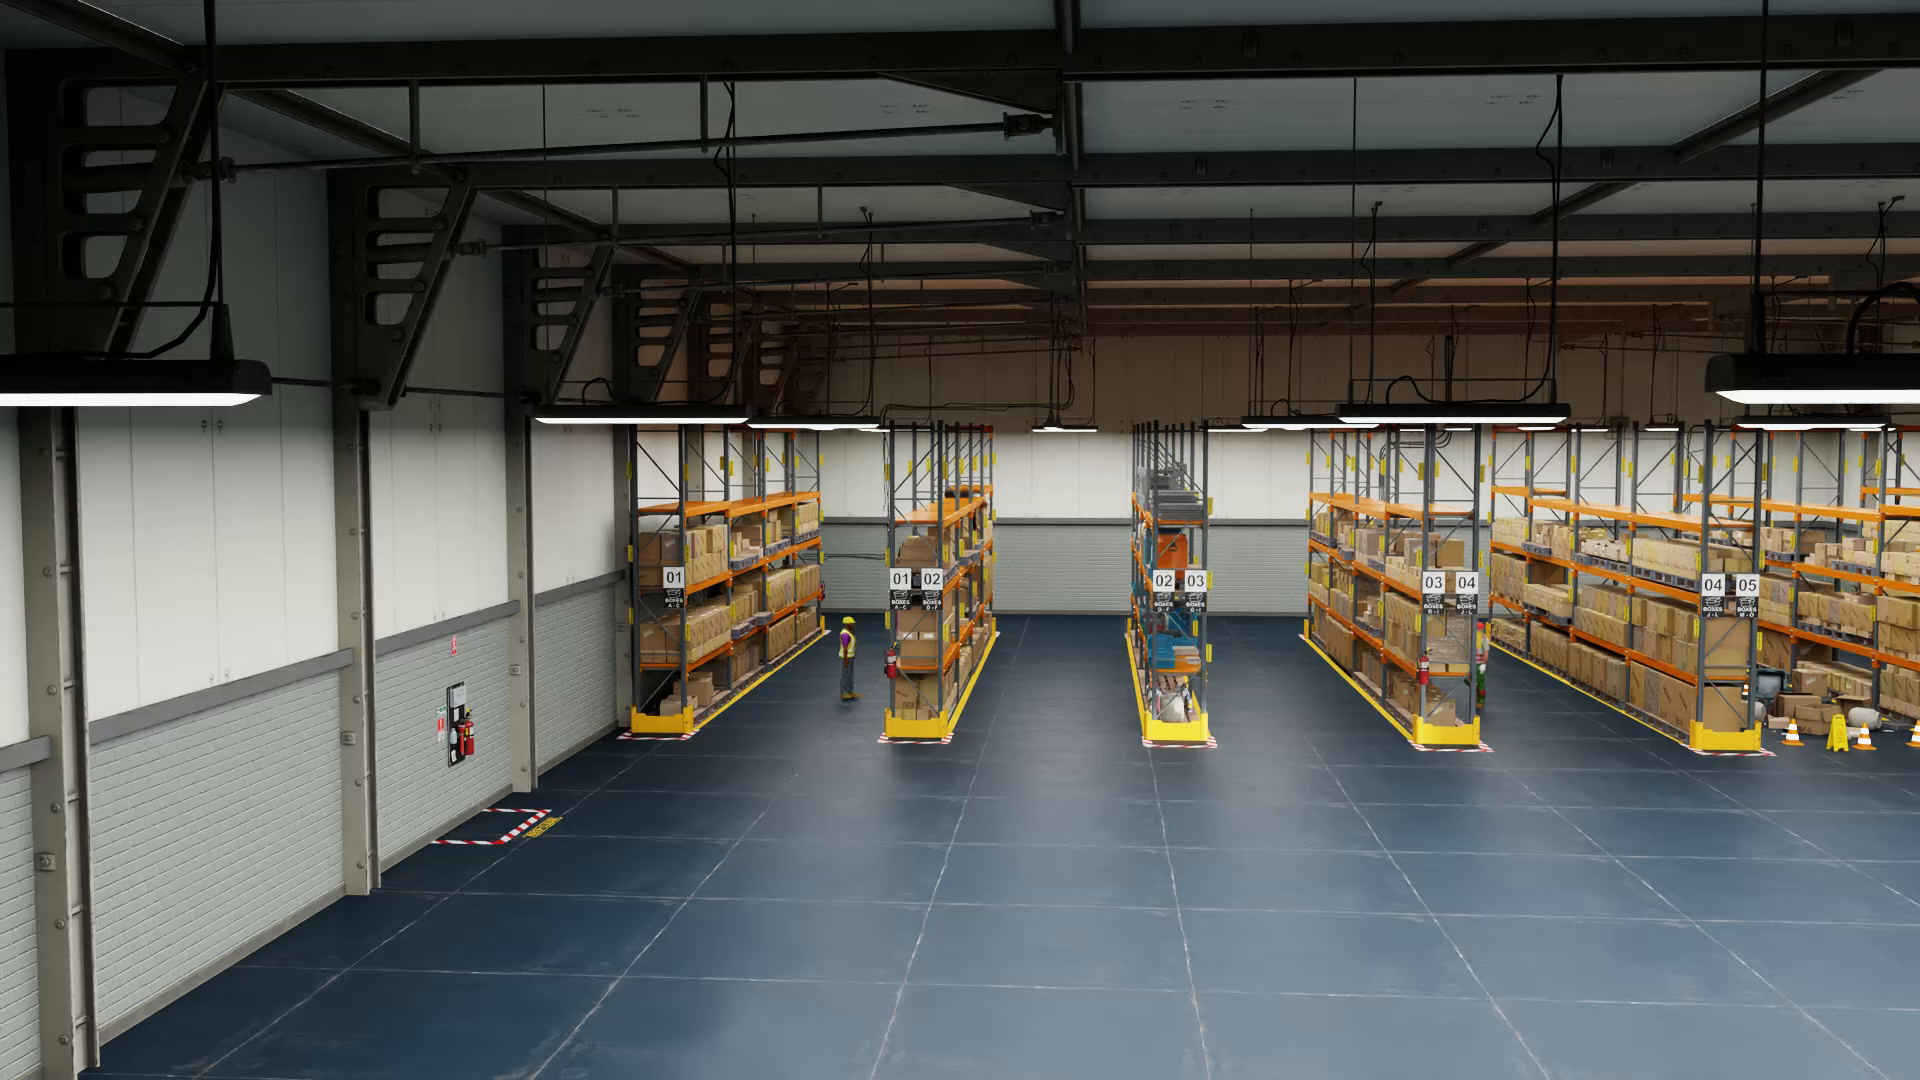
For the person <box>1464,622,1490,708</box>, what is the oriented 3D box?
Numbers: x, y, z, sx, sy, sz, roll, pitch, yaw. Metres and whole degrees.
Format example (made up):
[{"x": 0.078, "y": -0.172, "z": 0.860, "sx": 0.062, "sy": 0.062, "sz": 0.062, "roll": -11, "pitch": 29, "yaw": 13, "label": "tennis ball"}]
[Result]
[{"x": 10.898, "y": 2.606, "z": 34.985, "sx": 0.484, "sy": 1.790, "sz": 0.625, "roll": -2, "pitch": 4, "yaw": -23, "label": "person"}]

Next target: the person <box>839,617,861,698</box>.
[{"x": -2.402, "y": 2.550, "z": 36.092, "sx": 0.449, "sy": 1.770, "sz": 0.593, "roll": 0, "pitch": 4, "yaw": 6, "label": "person"}]

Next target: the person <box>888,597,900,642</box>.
[{"x": -1.729, "y": 1.922, "z": 44.736, "sx": 0.430, "sy": 1.604, "sz": 1.022, "roll": 1, "pitch": 4, "yaw": 14, "label": "person"}]
